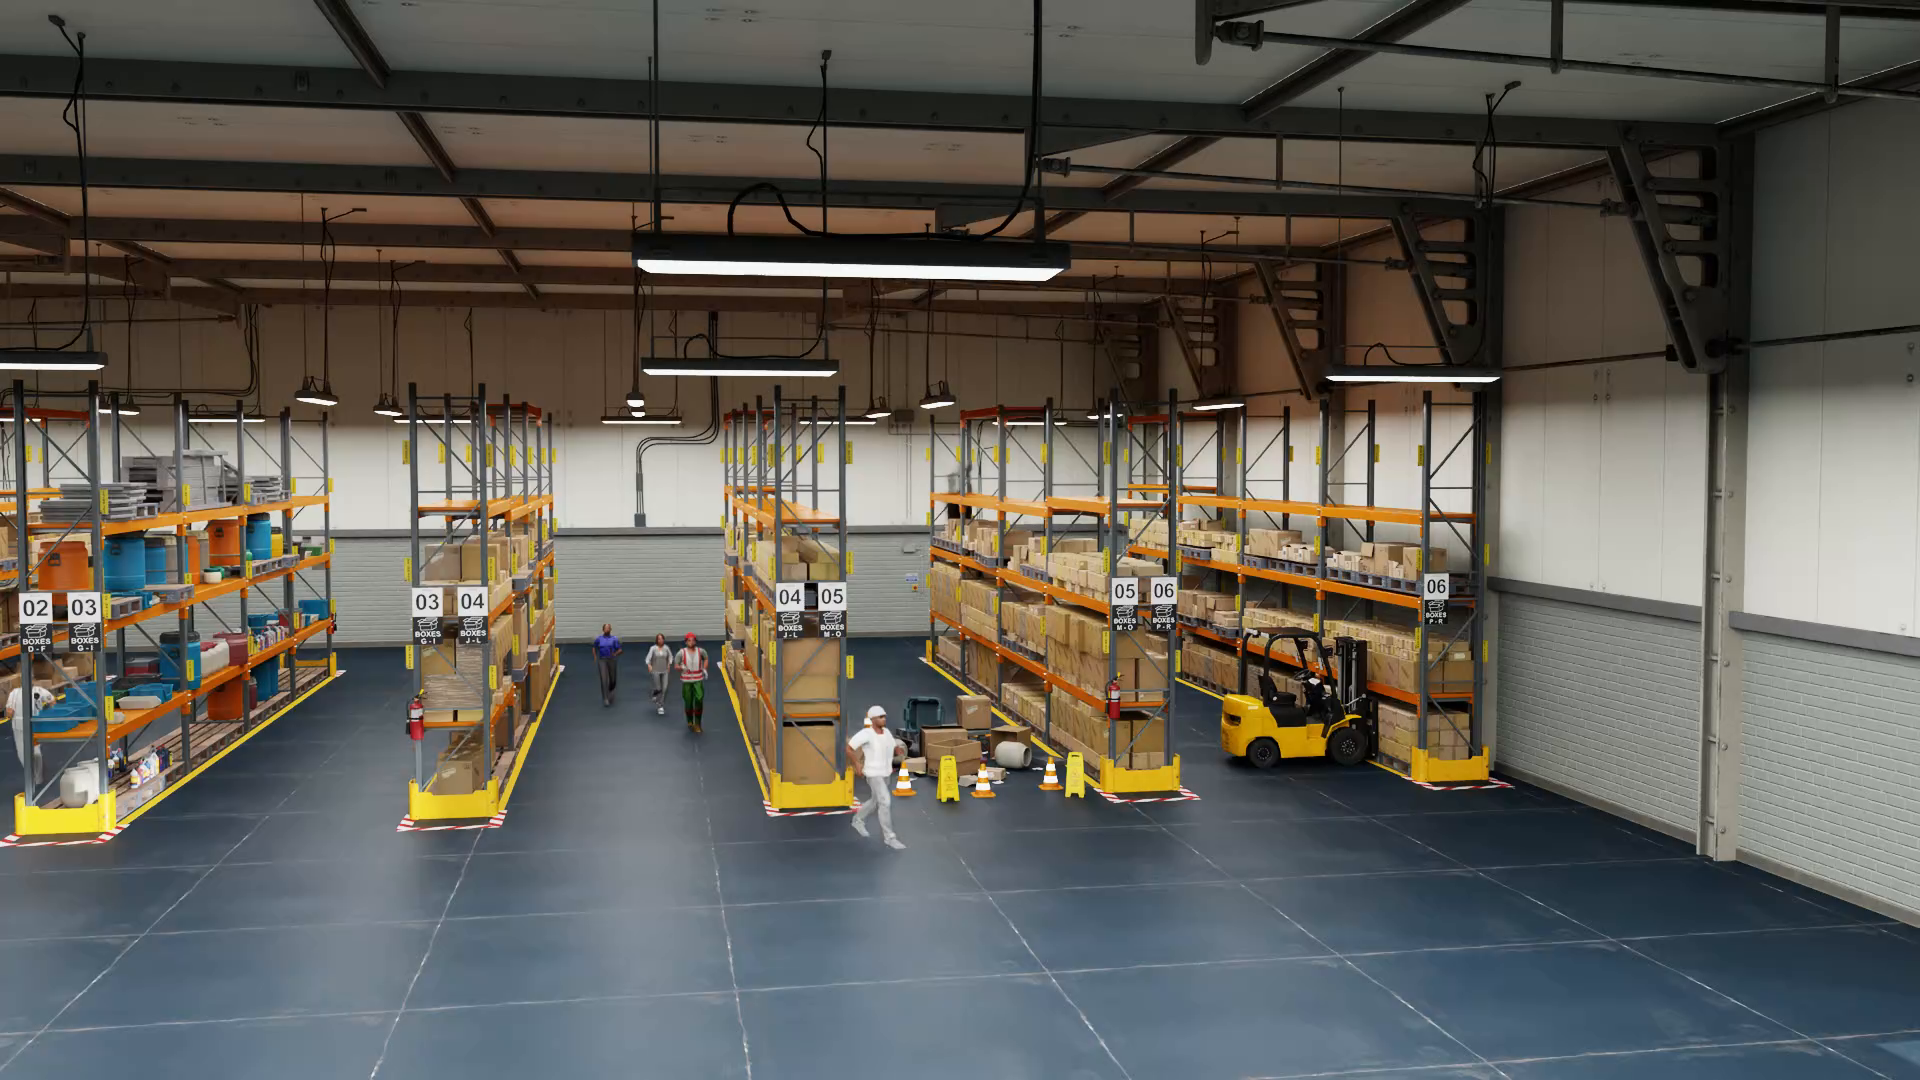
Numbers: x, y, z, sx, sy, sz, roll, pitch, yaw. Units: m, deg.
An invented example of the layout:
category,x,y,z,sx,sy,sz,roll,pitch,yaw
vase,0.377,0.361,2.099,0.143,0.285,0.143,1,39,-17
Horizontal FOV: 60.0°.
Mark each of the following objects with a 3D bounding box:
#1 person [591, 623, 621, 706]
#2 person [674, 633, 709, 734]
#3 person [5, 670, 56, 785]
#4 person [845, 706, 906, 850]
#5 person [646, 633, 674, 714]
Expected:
category,x,y,z,sx,sy,sz,roll,pitch,yaw
person,-7.119,2.490,33.505,0.588,1.622,0.771,-1,3,-14
person,-4.852,2.590,30.099,0.630,1.836,0.758,-1,3,-11
person,-14.128,2.852,25.198,0.645,1.789,0.651,-1,3,-12
person,-1.041,3.010,21.295,0.936,1.770,0.692,2,3,33
person,-5.845,2.593,32.420,0.537,1.560,0.549,-1,3,-20
